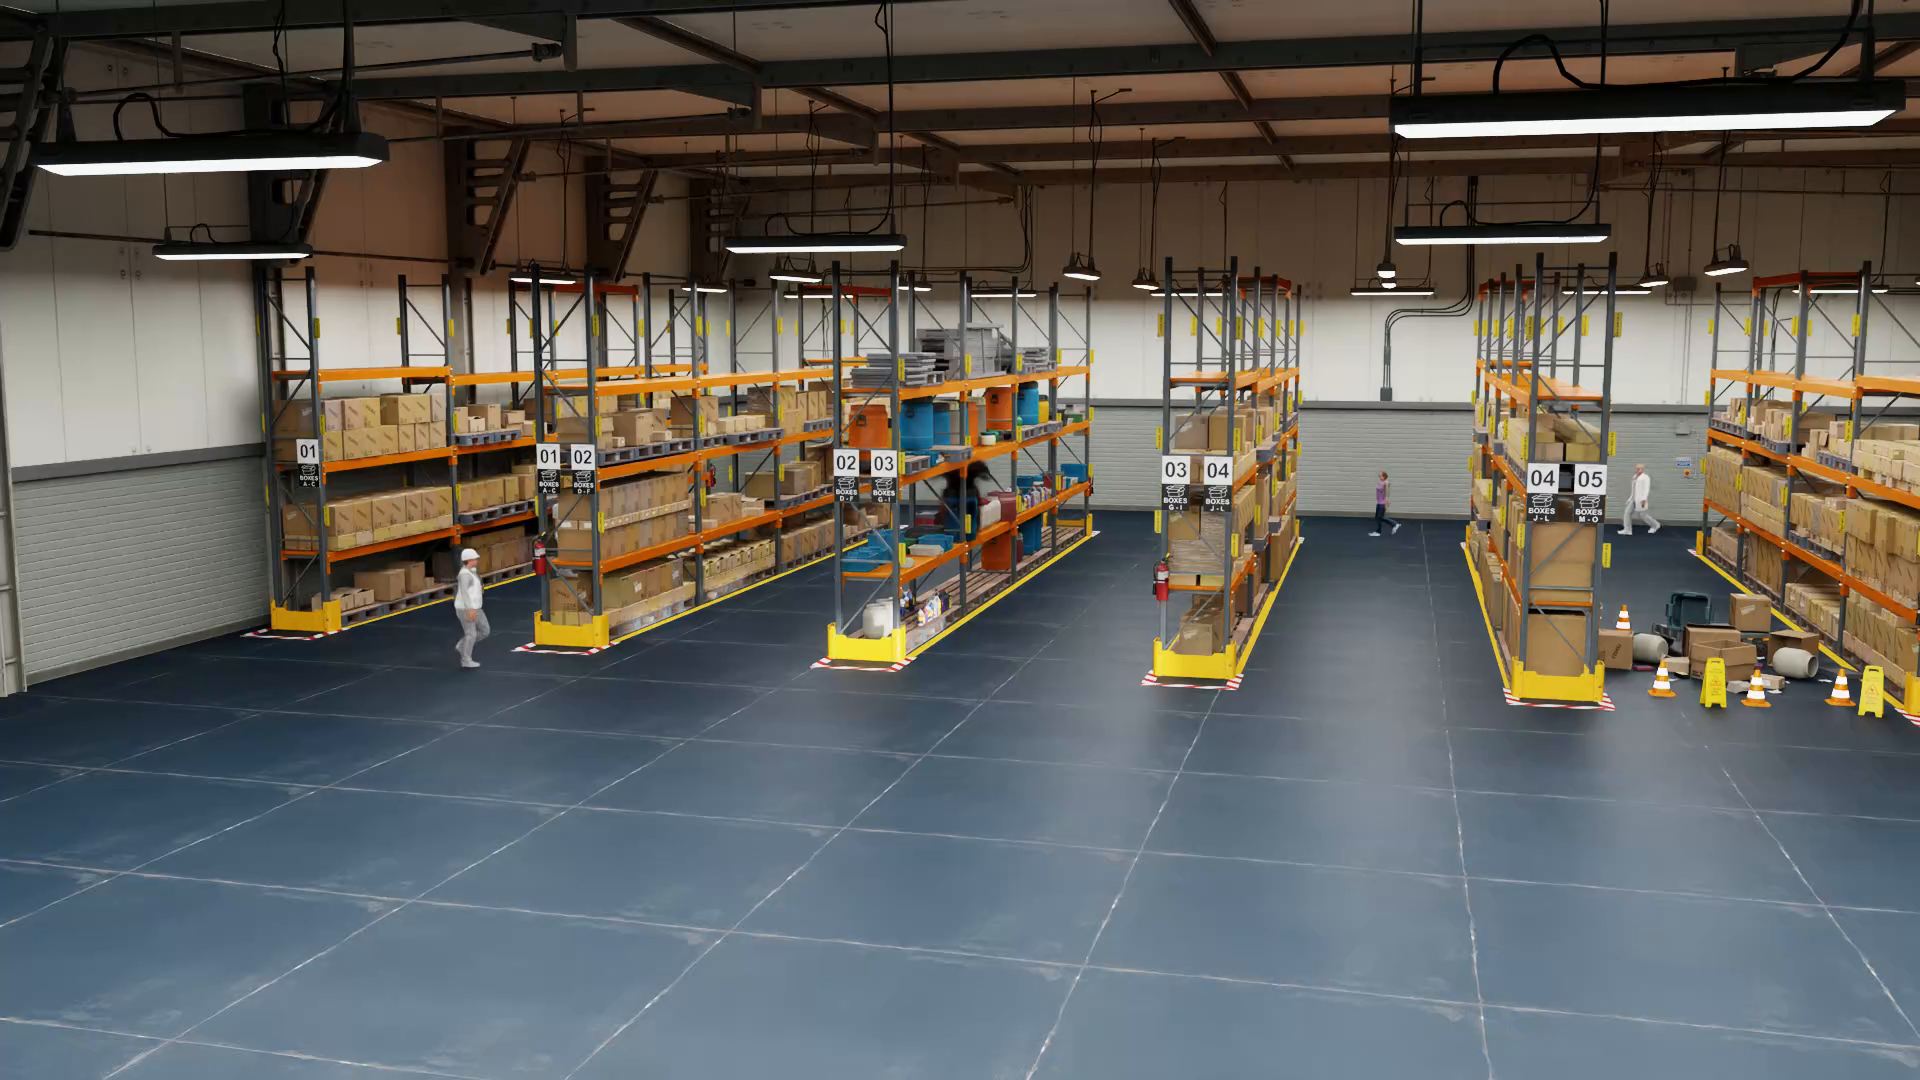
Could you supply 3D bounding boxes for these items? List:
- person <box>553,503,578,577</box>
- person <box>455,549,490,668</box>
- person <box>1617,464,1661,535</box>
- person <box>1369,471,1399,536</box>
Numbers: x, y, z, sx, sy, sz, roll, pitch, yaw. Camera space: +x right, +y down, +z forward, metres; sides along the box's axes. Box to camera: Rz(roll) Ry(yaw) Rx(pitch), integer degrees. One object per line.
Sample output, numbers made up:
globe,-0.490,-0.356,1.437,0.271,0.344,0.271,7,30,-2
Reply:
person,-7.911,-0.143,33.592,0.534,1.783,0.563,1,7,7
person,-7.287,1.005,24.598,0.509,1.759,0.541,1,7,10
person,16.504,-0.985,40.369,1.016,1.731,0.657,-2,7,-14
person,10.239,-0.880,40.124,0.675,1.583,0.428,0,7,1
